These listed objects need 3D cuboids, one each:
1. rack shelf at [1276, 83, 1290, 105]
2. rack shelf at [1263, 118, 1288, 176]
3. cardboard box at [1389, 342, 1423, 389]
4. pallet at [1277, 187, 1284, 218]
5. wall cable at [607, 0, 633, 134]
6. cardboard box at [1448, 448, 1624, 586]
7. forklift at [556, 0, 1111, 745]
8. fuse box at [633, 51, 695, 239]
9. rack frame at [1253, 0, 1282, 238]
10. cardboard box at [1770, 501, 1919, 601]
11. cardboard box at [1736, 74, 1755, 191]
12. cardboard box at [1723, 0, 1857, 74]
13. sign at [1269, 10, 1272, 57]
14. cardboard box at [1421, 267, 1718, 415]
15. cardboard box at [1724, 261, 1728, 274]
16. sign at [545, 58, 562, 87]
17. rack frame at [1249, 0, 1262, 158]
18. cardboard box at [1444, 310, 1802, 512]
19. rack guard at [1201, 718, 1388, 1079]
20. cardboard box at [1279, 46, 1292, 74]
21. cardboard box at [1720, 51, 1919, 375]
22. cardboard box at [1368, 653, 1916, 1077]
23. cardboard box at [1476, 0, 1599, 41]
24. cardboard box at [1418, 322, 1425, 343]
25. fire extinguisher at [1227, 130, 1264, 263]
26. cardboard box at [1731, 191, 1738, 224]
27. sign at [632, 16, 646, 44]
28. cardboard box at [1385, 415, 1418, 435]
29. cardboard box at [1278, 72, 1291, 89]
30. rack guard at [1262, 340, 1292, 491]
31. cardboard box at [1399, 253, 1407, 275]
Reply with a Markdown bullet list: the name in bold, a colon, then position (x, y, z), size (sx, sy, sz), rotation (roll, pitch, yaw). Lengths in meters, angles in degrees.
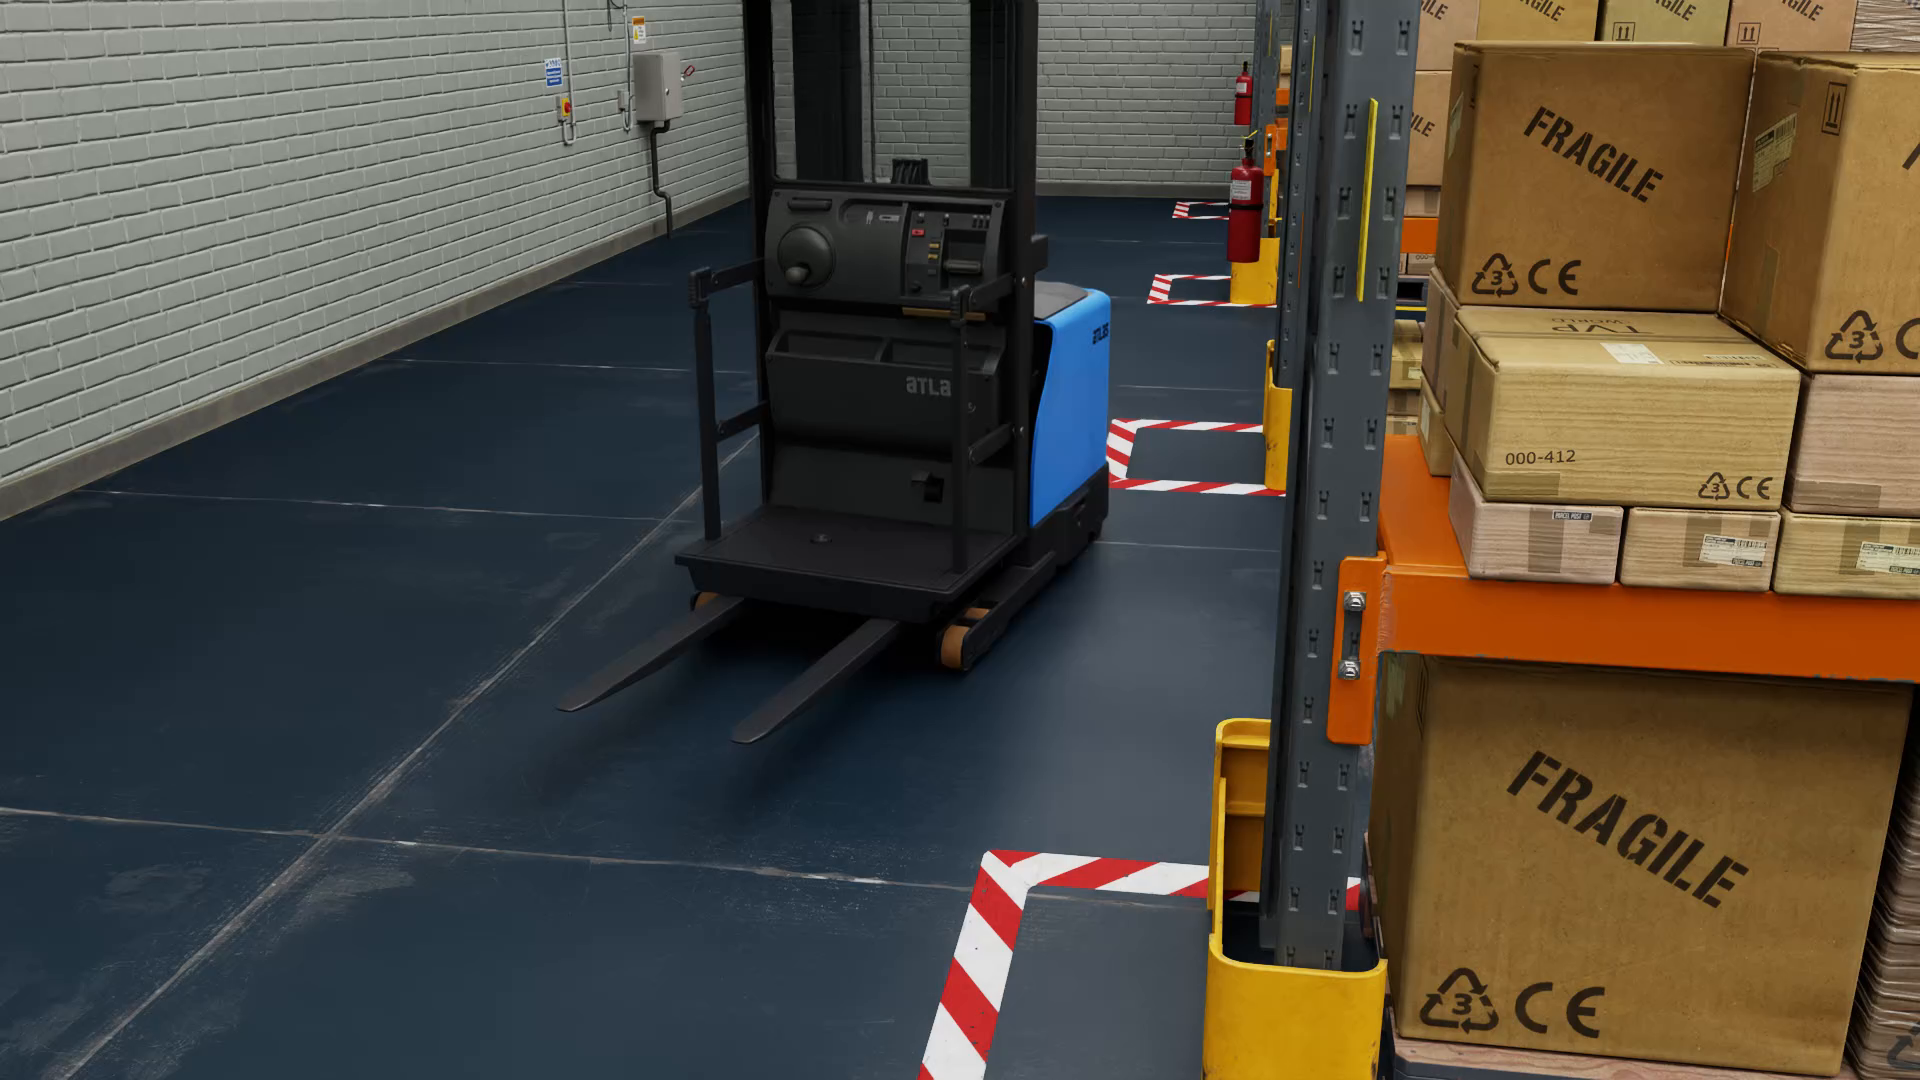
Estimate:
- **rack shelf**: position (5.104, -4.511, 17.193), size (4.000, 0.370, 1.077), rotation (3, 19, 9)
- **rack shelf**: position (4.321, -2.956, 12.544), size (4.000, 0.370, 1.077), rotation (3, 19, 9)
- **cardboard box**: position (2.124, -0.839, 7.976), size (0.250, 0.149, 0.380), rotation (2, 19, 6)
- **pallet**: position (3.992, -3.587, 17.691), size (1.213, 0.211, 1.003), rotation (3, 19, 9)
- **wall cable**: position (-3.012, -4.601, 14.726), size (0.122, 1.984, 0.588), rotation (3, 19, 9)
- **cardboard box**: position (1.072, -0.053, 3.130), size (0.250, 0.149, 0.380), rotation (3, 19, 9)
- **forklift**: position (-0.360, -1.073, 5.890), size (1.130, 2.935, 3.031), rotation (7, 20, 21)
- **fuse box**: position (-2.748, -3.714, 15.707), size (0.414, 1.711, 0.539), rotation (3, 19, 9)
- **rack frame**: position (2.346, -3.398, 12.731), size (0.127, 3.000, 1.000), rotation (3, 19, 9)
- **cardboard box**: position (1.579, -0.028, 3.054), size (0.250, 0.149, 0.380), rotation (2, 19, 7)
- **cardboard box**: position (3.578, -1.850, 7.479), size (0.500, 0.500, 0.500), rotation (2, 19, 7)
- **cardboard box**: position (3.575, -2.318, 7.301), size (0.500, 0.500, 0.500), rotation (2, 19, 7)
- **sign**: position (2.252, -3.672, 12.063), size (0.005, 0.325, 0.100), rotation (3, 19, 9)
- **cardboard box**: position (1.295, -0.422, 3.604), size (0.500, 0.250, 0.500), rotation (3, 19, 8)
- **cardboard box**: position (5.692, -2.246, 12.664), size (0.875, 0.438, 0.875), rotation (3, 19, 8)
- **sign**: position (-3.293, -3.791, 13.479), size (0.001, 0.218, 0.327), rotation (3, 19, 9)
- **rack frame**: position (3.130, -4.953, 17.379), size (0.127, 3.000, 1.000), rotation (3, 19, 9)
- **cardboard box**: position (1.205, -0.254, 3.104), size (0.500, 0.250, 0.500), rotation (2, 19, 7)
- **rack guard**: position (0.750, 0.891, 3.853), size (0.348, 0.500, 1.175), rotation (3, 19, 9)
- **cardboard box**: position (3.535, -4.916, 17.035), size (0.500, 0.250, 0.500), rotation (3, 19, 9)
- **cardboard box**: position (1.699, -0.585, 2.910), size (0.500, 0.500, 0.500), rotation (2, 19, 7)
- **cardboard box**: position (1.419, 0.522, 3.701), size (0.875, 0.875, 0.875), rotation (3, 19, 9)
- **cardboard box**: position (2.561, -2.376, 7.473), size (0.500, 0.500, 0.500), rotation (3, 19, 10)
- **cardboard box**: position (2.462, -0.994, 8.439), size (0.250, 0.149, 0.380), rotation (3, 19, 10)
- **fire extinguisher**: position (1.485, -1.786, 8.623), size (0.183, 0.674, 0.296), rotation (3, 19, 9)
- **cardboard box**: position (3.477, -1.541, 7.578), size (0.250, 0.149, 0.380), rotation (4, 19, 11)
- **sign**: position (-2.961, -4.710, 15.351), size (0.001, 0.242, 0.339), rotation (3, 19, 9)
- **cardboard box**: position (2.127, -0.563, 8.088), size (0.250, 0.149, 0.380), rotation (3, 19, 10)
- **cardboard box**: position (3.411, -4.732, 17.113), size (0.250, 0.149, 0.380), rotation (3, 19, 8)
- **rack guard**: position (1.736, -0.653, 8.466), size (0.348, 0.500, 1.175), rotation (3, 19, 9)
- **cardboard box**: position (3.013, -2.380, 13.065), size (0.875, 0.438, 0.875), rotation (2, 19, 7)
